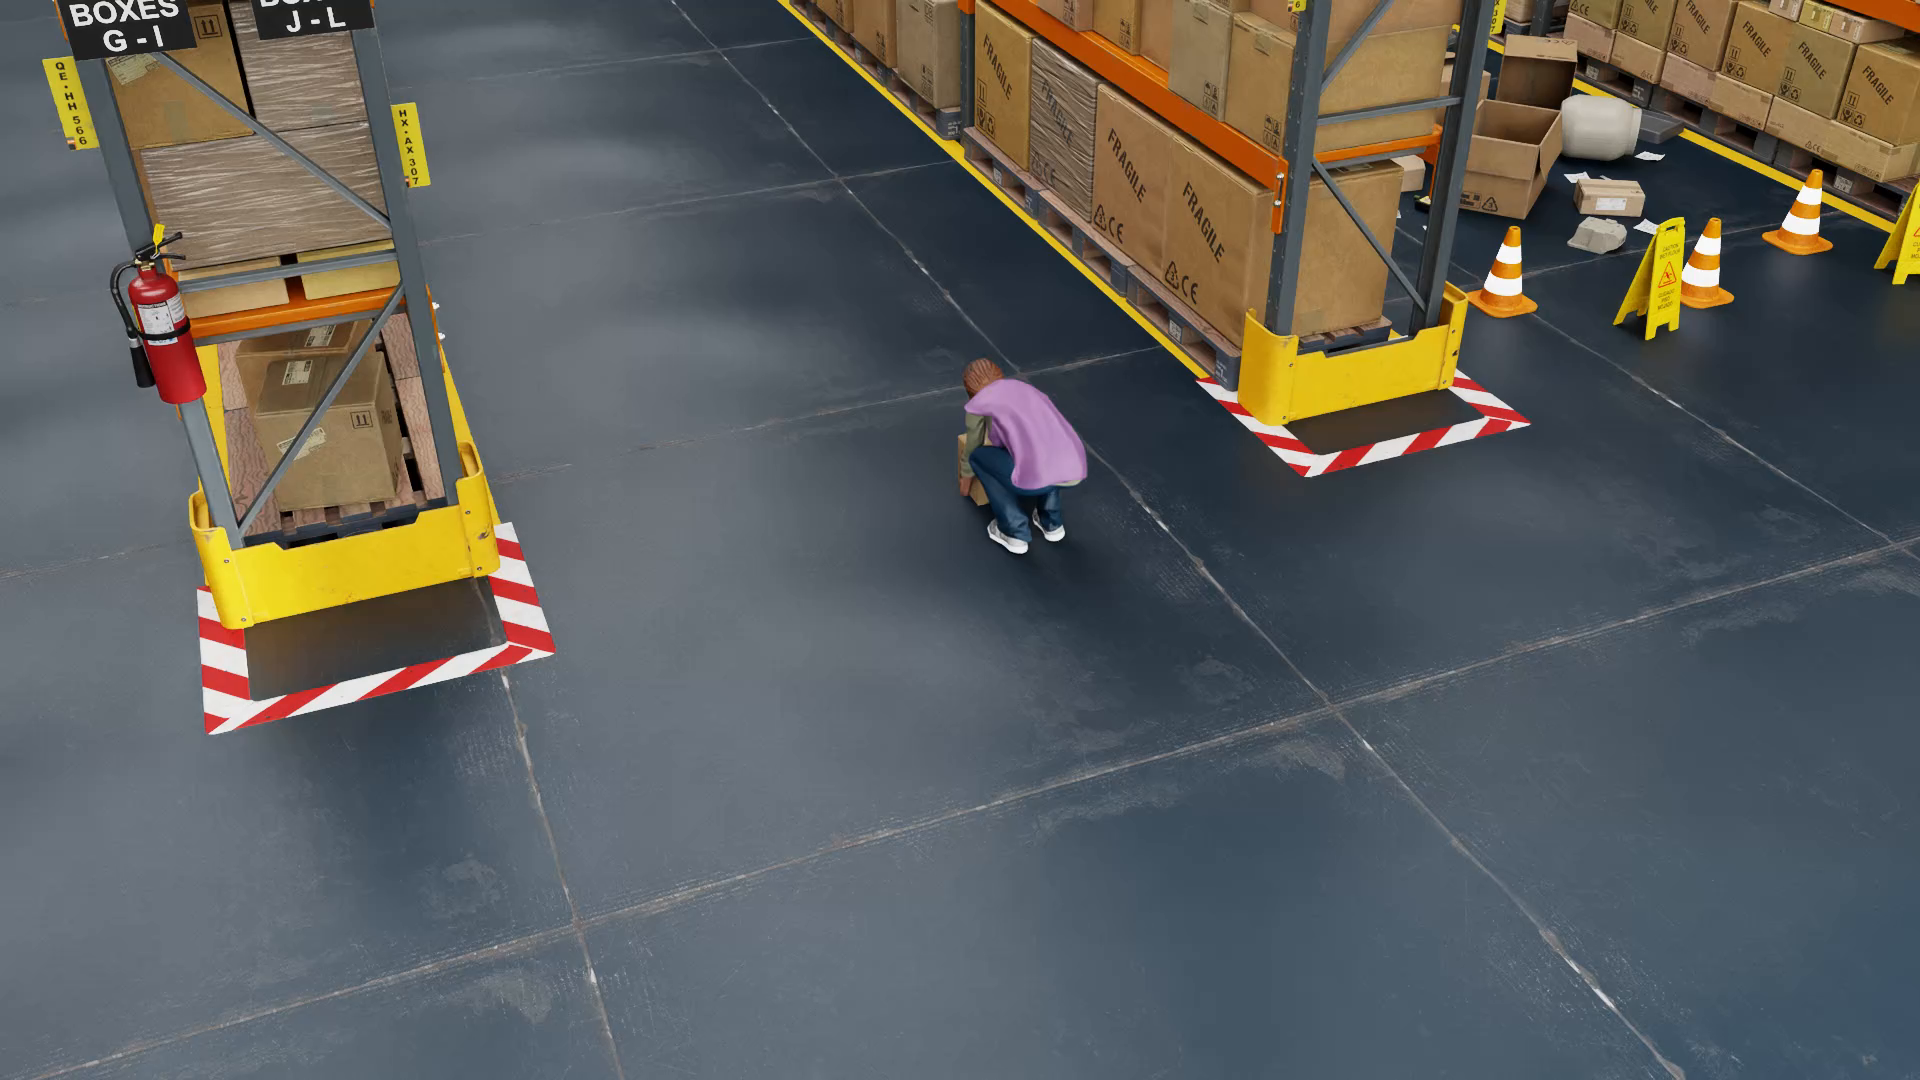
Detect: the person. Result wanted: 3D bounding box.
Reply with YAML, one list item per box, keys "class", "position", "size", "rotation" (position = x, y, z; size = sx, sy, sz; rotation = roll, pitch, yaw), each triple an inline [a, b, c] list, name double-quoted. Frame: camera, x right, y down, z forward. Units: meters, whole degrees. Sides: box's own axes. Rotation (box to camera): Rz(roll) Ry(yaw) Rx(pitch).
- class: "person"
  position: [0.259, -0.360, 7.523]
  size: [0.419, 0.701, 0.858]
  rotation: [-14, 36, -20]
